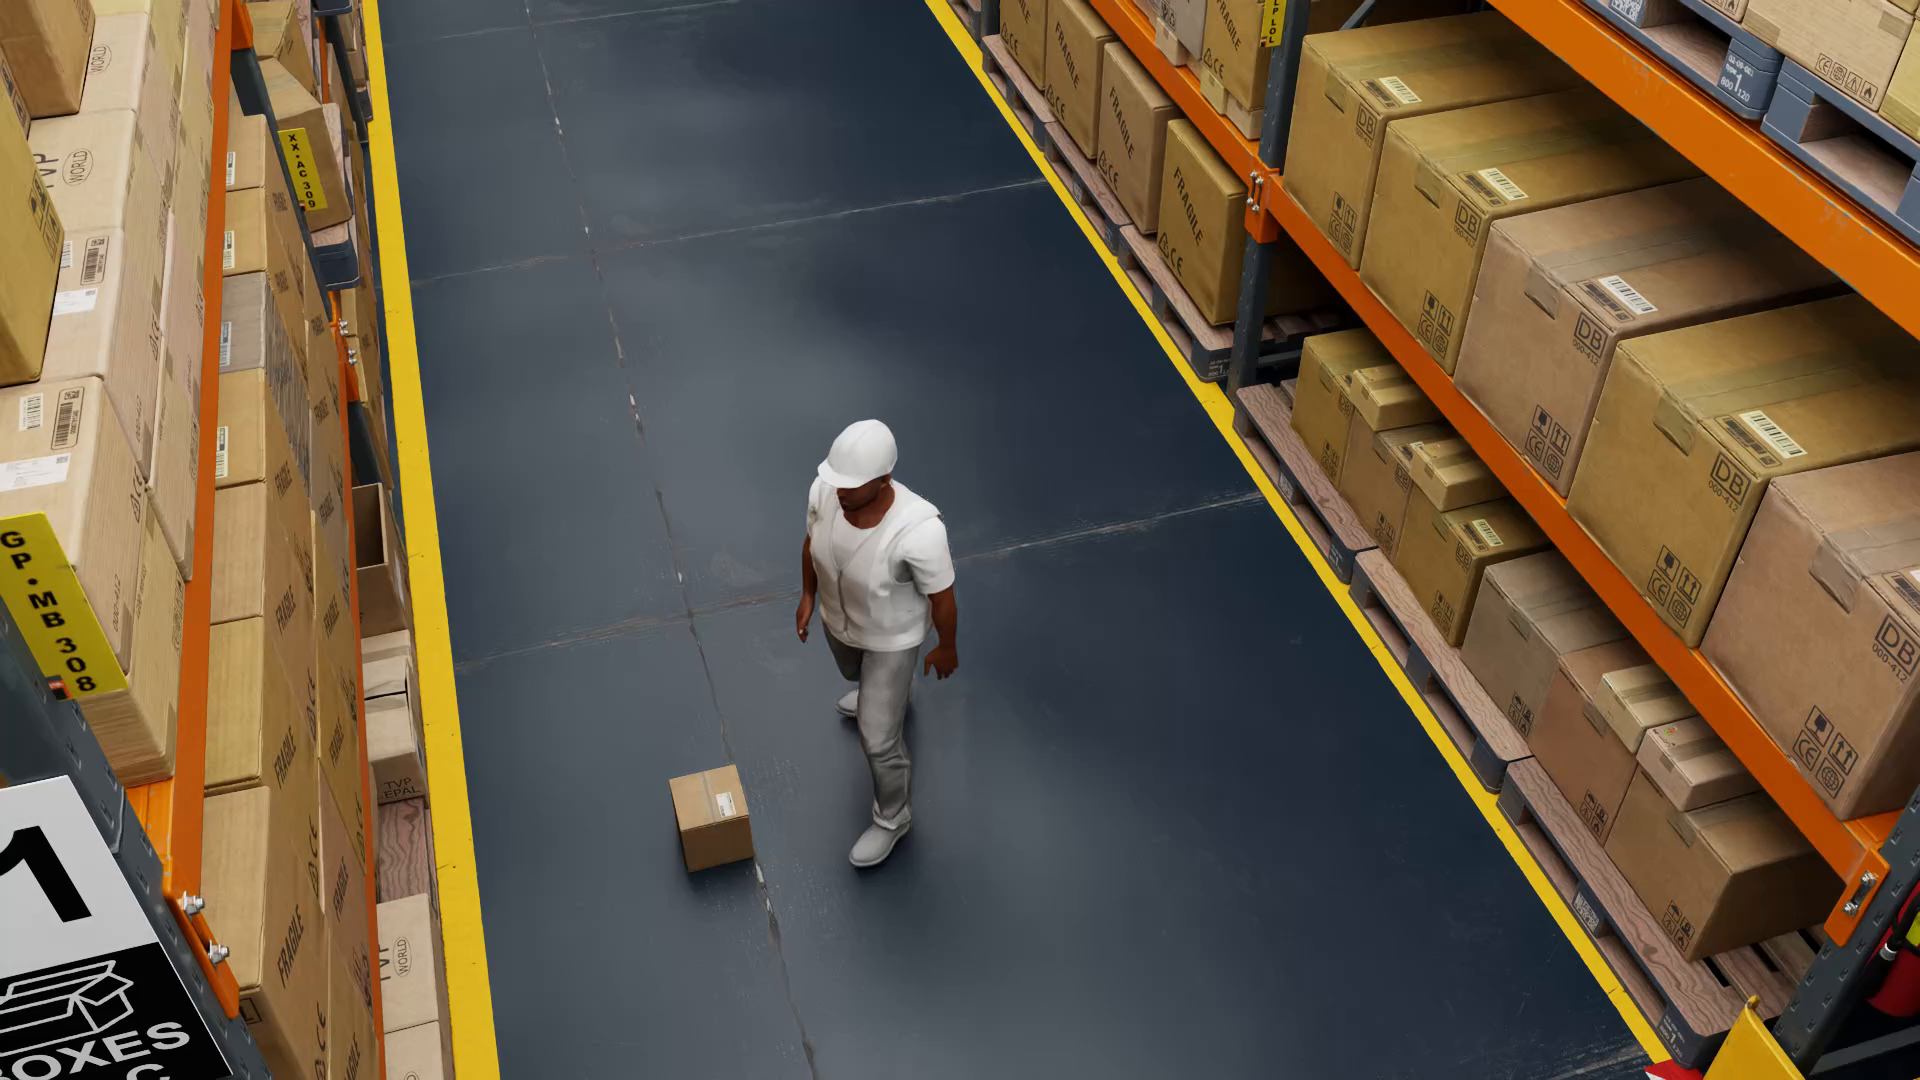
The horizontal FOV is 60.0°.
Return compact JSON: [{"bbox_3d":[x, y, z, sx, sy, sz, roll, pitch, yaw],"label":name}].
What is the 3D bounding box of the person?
[{"bbox_3d":[-0.328,0.270,5.850,0.668,1.732,0.788,29,50,29],"label":"person"}]
